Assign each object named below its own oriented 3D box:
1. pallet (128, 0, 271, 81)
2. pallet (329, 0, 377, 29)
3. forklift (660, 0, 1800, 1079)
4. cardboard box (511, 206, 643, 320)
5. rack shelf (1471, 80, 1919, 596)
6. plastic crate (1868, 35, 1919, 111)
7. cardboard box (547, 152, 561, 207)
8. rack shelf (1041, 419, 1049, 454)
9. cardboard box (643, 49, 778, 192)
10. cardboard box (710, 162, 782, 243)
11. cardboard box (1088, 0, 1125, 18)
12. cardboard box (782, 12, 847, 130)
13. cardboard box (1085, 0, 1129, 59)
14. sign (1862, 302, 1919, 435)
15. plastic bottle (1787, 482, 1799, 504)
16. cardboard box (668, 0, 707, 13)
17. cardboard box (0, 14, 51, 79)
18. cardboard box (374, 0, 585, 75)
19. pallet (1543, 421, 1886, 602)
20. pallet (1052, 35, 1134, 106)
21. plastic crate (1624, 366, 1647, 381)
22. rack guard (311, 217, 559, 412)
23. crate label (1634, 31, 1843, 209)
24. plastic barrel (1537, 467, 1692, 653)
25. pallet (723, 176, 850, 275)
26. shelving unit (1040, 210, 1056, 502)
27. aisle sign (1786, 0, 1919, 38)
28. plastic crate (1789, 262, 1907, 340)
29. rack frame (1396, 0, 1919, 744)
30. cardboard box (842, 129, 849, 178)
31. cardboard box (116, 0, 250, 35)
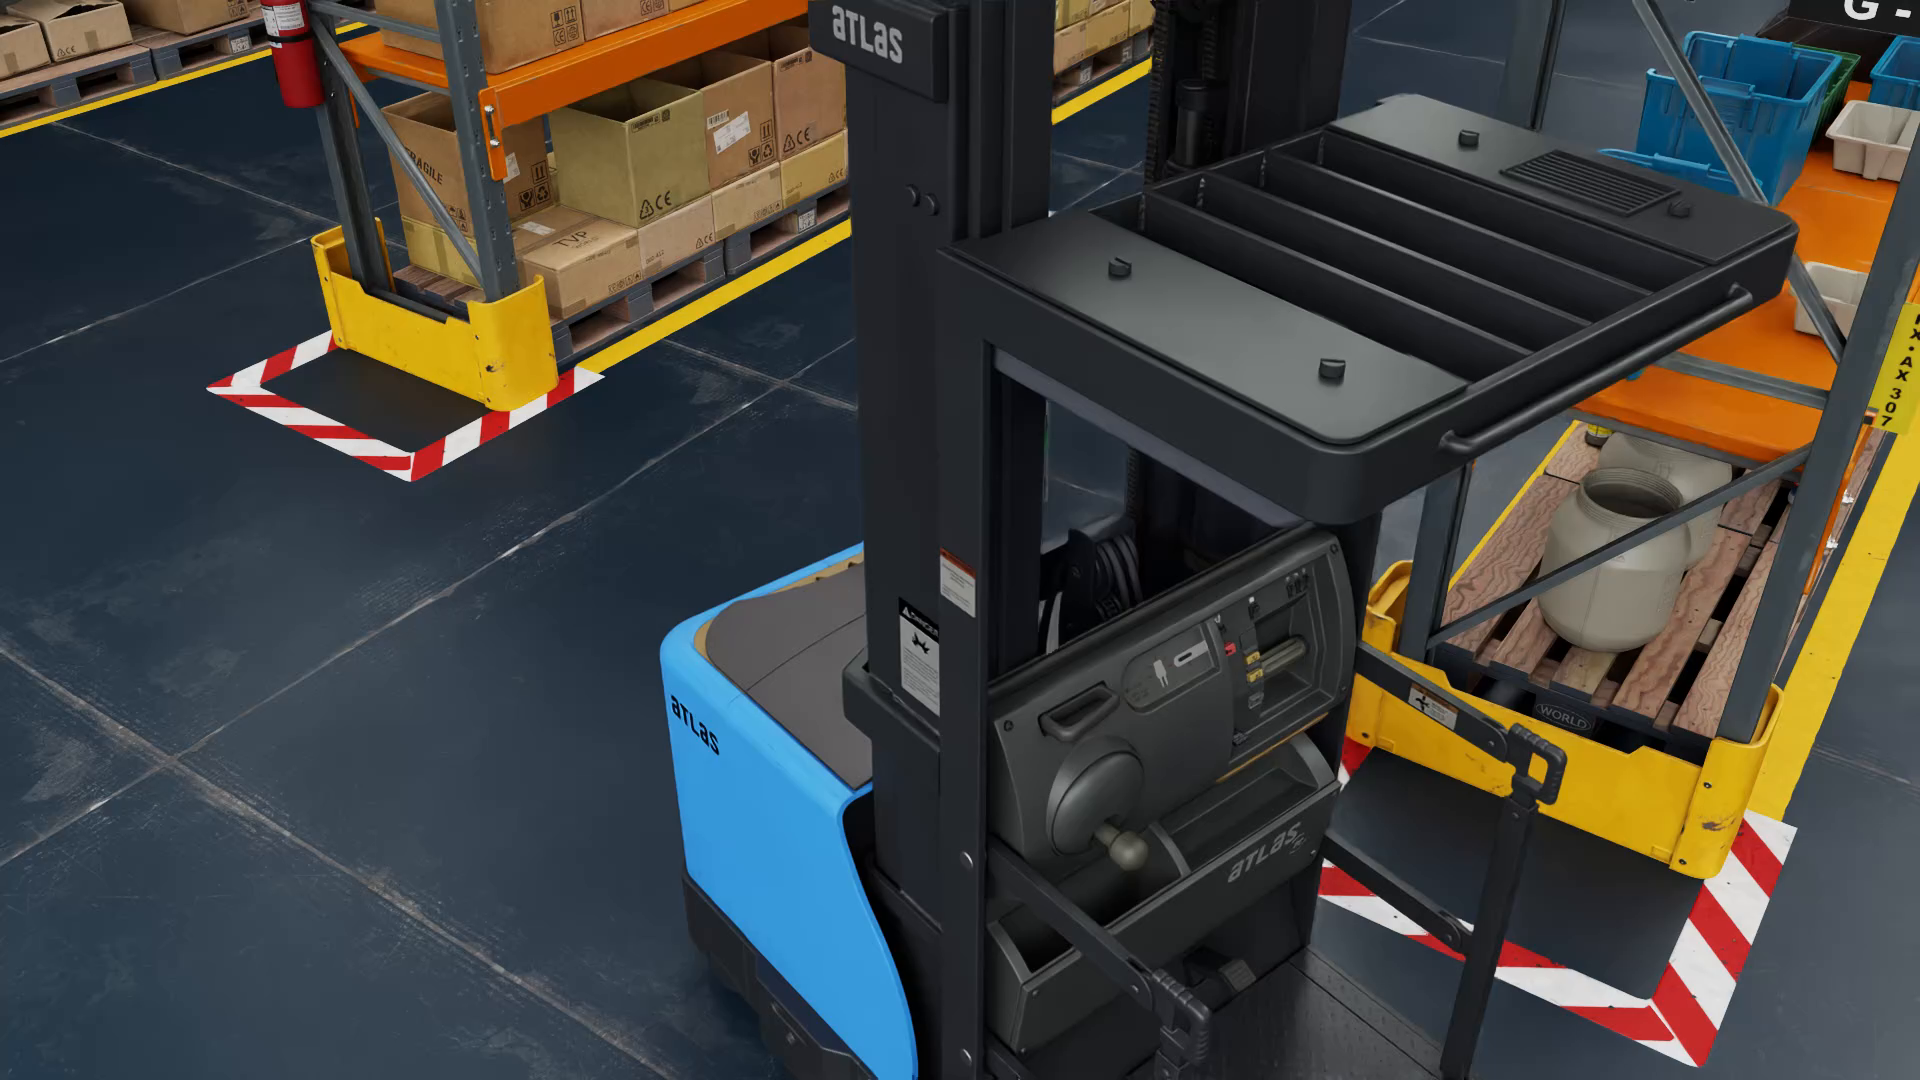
[{"bbox_3d":[-5.128,-3.431,11.135,1.003,0.211,1.213,21,39,28],"label":"pallet"},{"bbox_3d":[-4.433,-3.994,11.968,1.003,0.211,1.213,21,39,28],"label":"pallet"},{"bbox_3d":[0.578,0.363,3.096,1.130,2.935,3.031,-25,41,-32],"label":"forklift"},{"bbox_3d":[-1.799,-1.259,7.514,0.500,0.250,0.500,21,39,28],"label":"cardboard box"},{"bbox_3d":[2.920,-1.087,5.822,1.077,0.370,4.000,21,39,28],"label":"rack shelf"},{"bbox_3d":[3.652,-1.648,6.142,0.499,0.251,0.616,21,39,28],"label":"plastic crate"},{"bbox_3d":[-1.950,-1.659,8.105,0.500,0.250,0.500,21,39,28],"label":"cardboard box"},{"bbox_3d":[0.094,-0.321,6.197,0.258,0.148,0.480,21,39,28],"label":"rack shelf"},{"bbox_3d":[-1.241,-2.035,7.992,0.500,0.500,0.500,21,39,28],"label":"cardboard box"},{"bbox_3d":[-1.232,-1.721,8.196,0.500,0.250,0.500,21,39,28],"label":"cardboard box"},{"bbox_3d":[0.723,-3.496,10.321,0.500,0.311,0.500,21,39,28],"label":"cardboard box"},{"bbox_3d":[-0.669,-2.494,8.671,0.500,0.500,0.500,21,39,28],"label":"cardboard box"},{"bbox_3d":[0.719,-3.266,10.481,0.500,0.250,0.500,22,40,29],"label":"cardboard box"},{"bbox_3d":[2.229,-0.402,3.919,0.100,0.325,0.005,21,39,28],"label":"sign"},{"bbox_3d":[3.069,-0.252,5.987,0.097,0.271,0.097,0,34,0],"label":"plastic bottle"},{"bbox_3d":[-1.428,-2.771,7.580,0.700,0.500,0.500,22,40,28],"label":"cardboard box"},{"bbox_3d":[-5.891,-2.987,9.997,0.500,0.311,0.500,17,37,23],"label":"cardboard box"},{"bbox_3d":[-2.011,-2.301,6.885,0.700,0.500,0.500,21,39,28],"label":"cardboard box"},{"bbox_3d":[2.948,-0.291,6.492,1.003,0.211,1.213,21,39,28],"label":"pallet"},{"bbox_3d":[0.381,-3.086,10.625,1.003,0.211,1.213,21,39,28],"label":"pallet"},{"bbox_3d":[1.819,-0.729,4.783,0.499,0.251,0.616,21,39,28],"label":"plastic crate"},{"bbox_3d":[-2.302,-1.002,7.286,1.175,0.500,0.348,21,39,28],"label":"rack guard"},{"bbox_3d":[2.607,-1.413,5.630,0.502,0.435,0.616,21,39,28],"label":"crate label"},{"bbox_3d":[2.092,0.065,5.323,0.421,0.512,0.421,0,34,0],"label":"plastic barrel"},{"bbox_3d":[-1.190,-1.818,8.750,1.003,0.211,1.213,21,39,28],"label":"pallet"},{"bbox_3d":[0.094,-0.573,6.027,0.258,1.200,0.503,21,39,28],"label":"shelving unit"},{"bbox_3d":[1.979,-1.415,3.344,0.394,0.787,0.004,21,39,28],"label":"aisle sign"},{"bbox_3d":[2.554,-0.665,4.790,0.298,0.136,0.250,21,39,28],"label":"plastic crate"},{"bbox_3d":[1.779,-0.465,4.260,1.000,3.000,0.127,21,39,28],"label":"rack frame"},{"bbox_3d":[-0.658,-2.179,8.875,0.500,0.250,0.500,21,39,28],"label":"cardboard box"},{"bbox_3d":[-5.107,-3.650,10.808,0.700,0.500,0.500,19,38,25],"label":"cardboard box"}]
